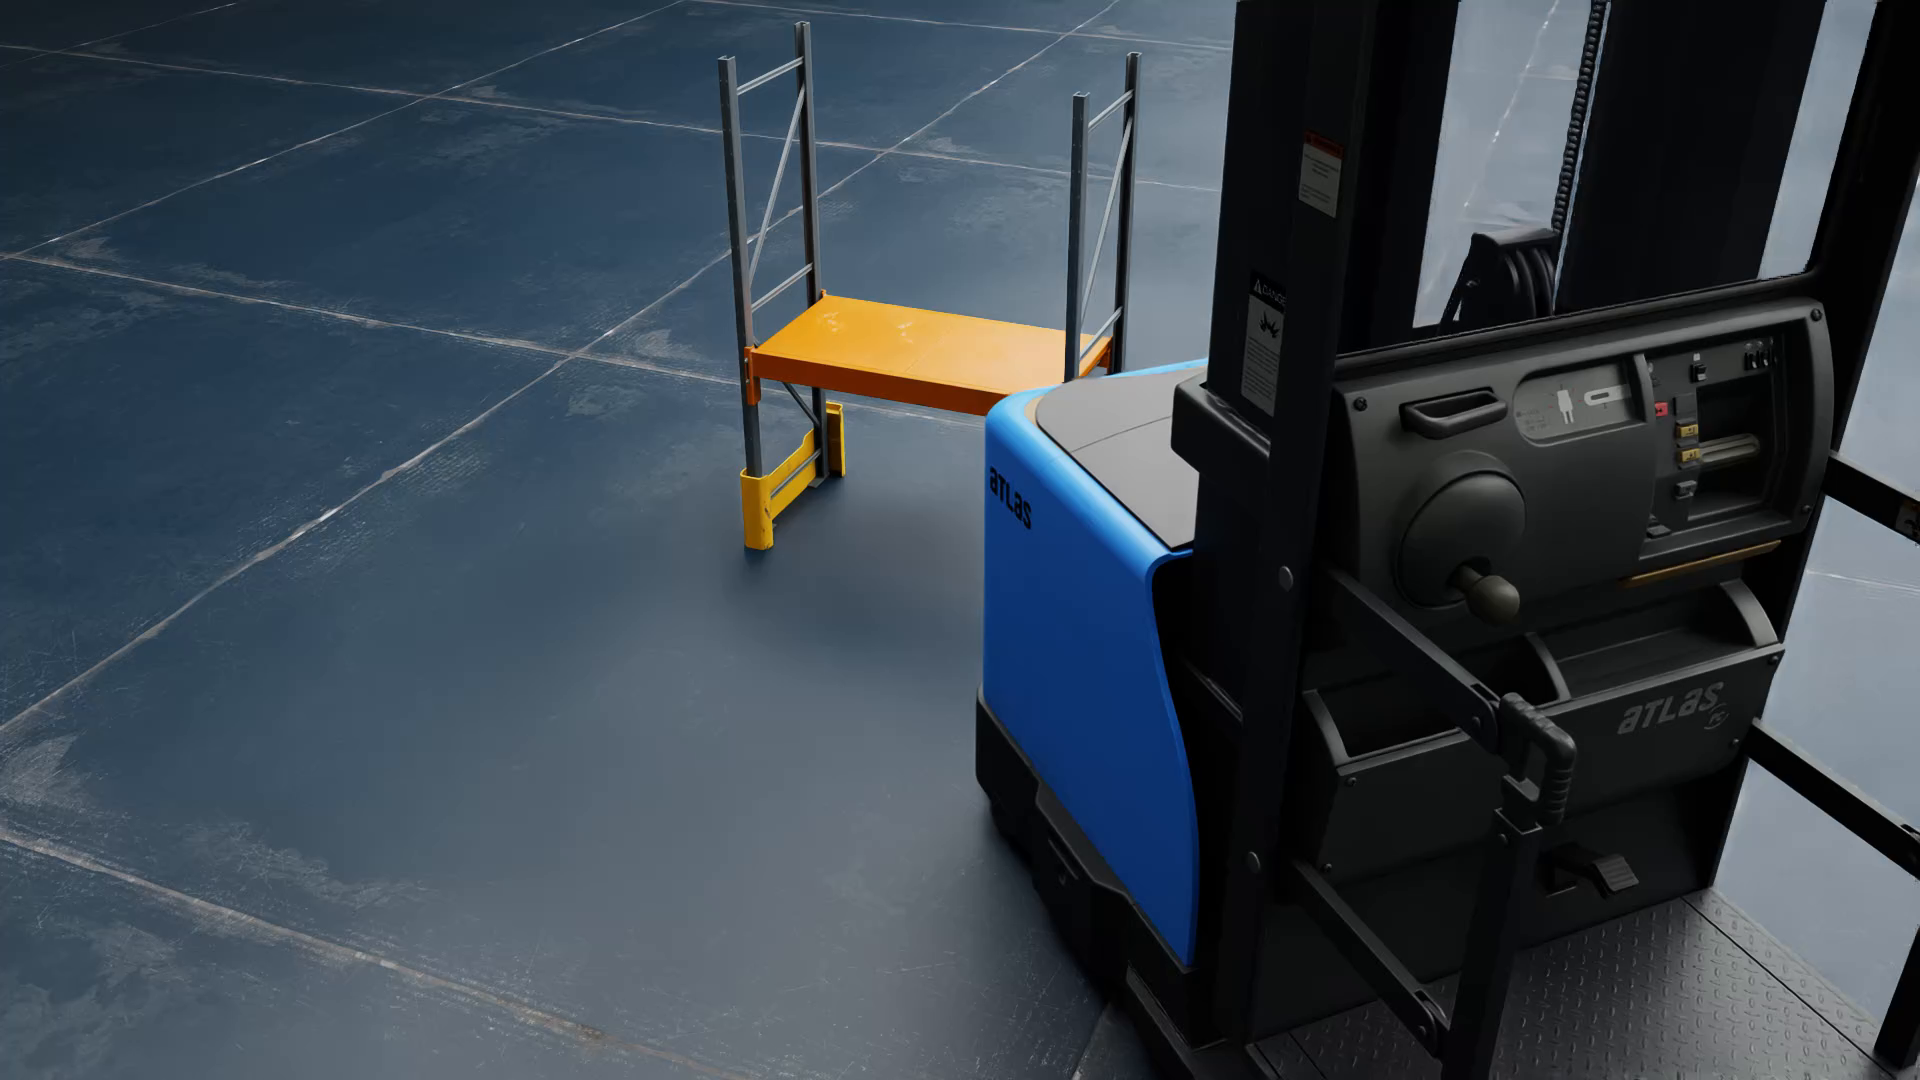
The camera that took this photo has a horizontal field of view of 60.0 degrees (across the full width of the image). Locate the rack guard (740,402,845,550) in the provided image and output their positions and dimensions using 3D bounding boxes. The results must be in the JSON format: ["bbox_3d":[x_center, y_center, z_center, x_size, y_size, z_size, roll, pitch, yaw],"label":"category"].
[{"bbox_3d":[-0.532,-0.215,5.376,0.087,0.250,0.587,11,31,19],"label":"rack guard"}]

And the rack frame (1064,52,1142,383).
[{"bbox_3d":[0.392,-0.575,4.742,0.032,1.500,0.500,11,31,19],"label":"rack frame"}]

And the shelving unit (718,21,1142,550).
[{"bbox_3d":[-0.071,-0.667,4.906,1.083,1.500,0.587,11,31,19],"label":"shelving unit"}]

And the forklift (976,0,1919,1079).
[{"bbox_3d":[1.078,-0.082,2.416,1.130,2.935,3.031,-12,32,-20],"label":"forklift"}]

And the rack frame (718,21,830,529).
[{"bbox_3d":[-0.550,-0.763,5.075,0.032,1.500,0.500,11,31,19],"label":"rack frame"}]

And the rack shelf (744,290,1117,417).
[{"bbox_3d":[-0.079,-0.512,4.997,1.000,0.185,0.538,11,31,19],"label":"rack shelf"}]
